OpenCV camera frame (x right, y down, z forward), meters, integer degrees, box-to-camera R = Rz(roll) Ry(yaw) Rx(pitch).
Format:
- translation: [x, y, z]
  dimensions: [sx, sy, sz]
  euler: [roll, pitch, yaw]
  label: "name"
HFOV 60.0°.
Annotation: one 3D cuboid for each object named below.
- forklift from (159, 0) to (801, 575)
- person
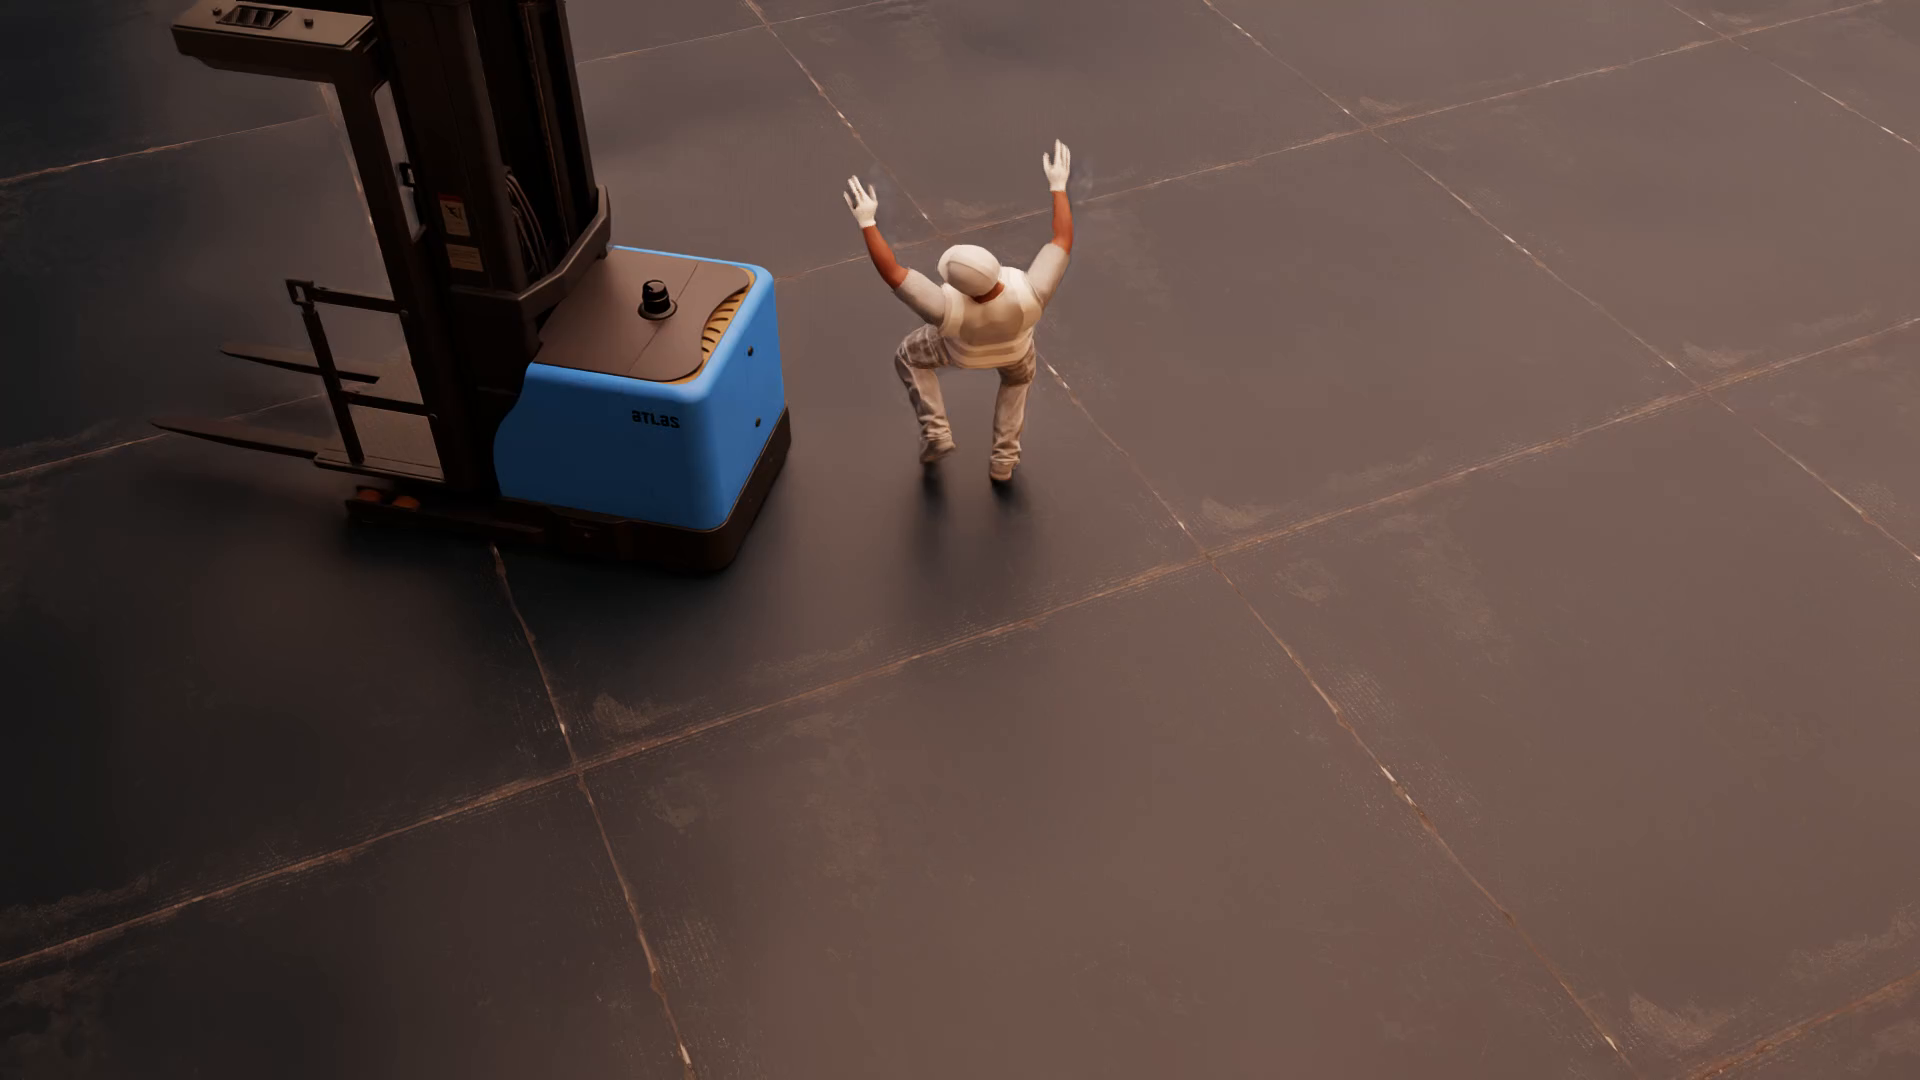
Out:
- translation: [-2.362, -1.450, 7.234]
  dimensions: [3.031, 2.935, 1.130]
  euler: [10, 44, 10]
  label: "forklift"
- translation: [-0.100, -1.026, 7.719]
  dimensions: [1.126, 1.684, 0.821]
  euler: [-5, 43, -5]
  label: "person"
